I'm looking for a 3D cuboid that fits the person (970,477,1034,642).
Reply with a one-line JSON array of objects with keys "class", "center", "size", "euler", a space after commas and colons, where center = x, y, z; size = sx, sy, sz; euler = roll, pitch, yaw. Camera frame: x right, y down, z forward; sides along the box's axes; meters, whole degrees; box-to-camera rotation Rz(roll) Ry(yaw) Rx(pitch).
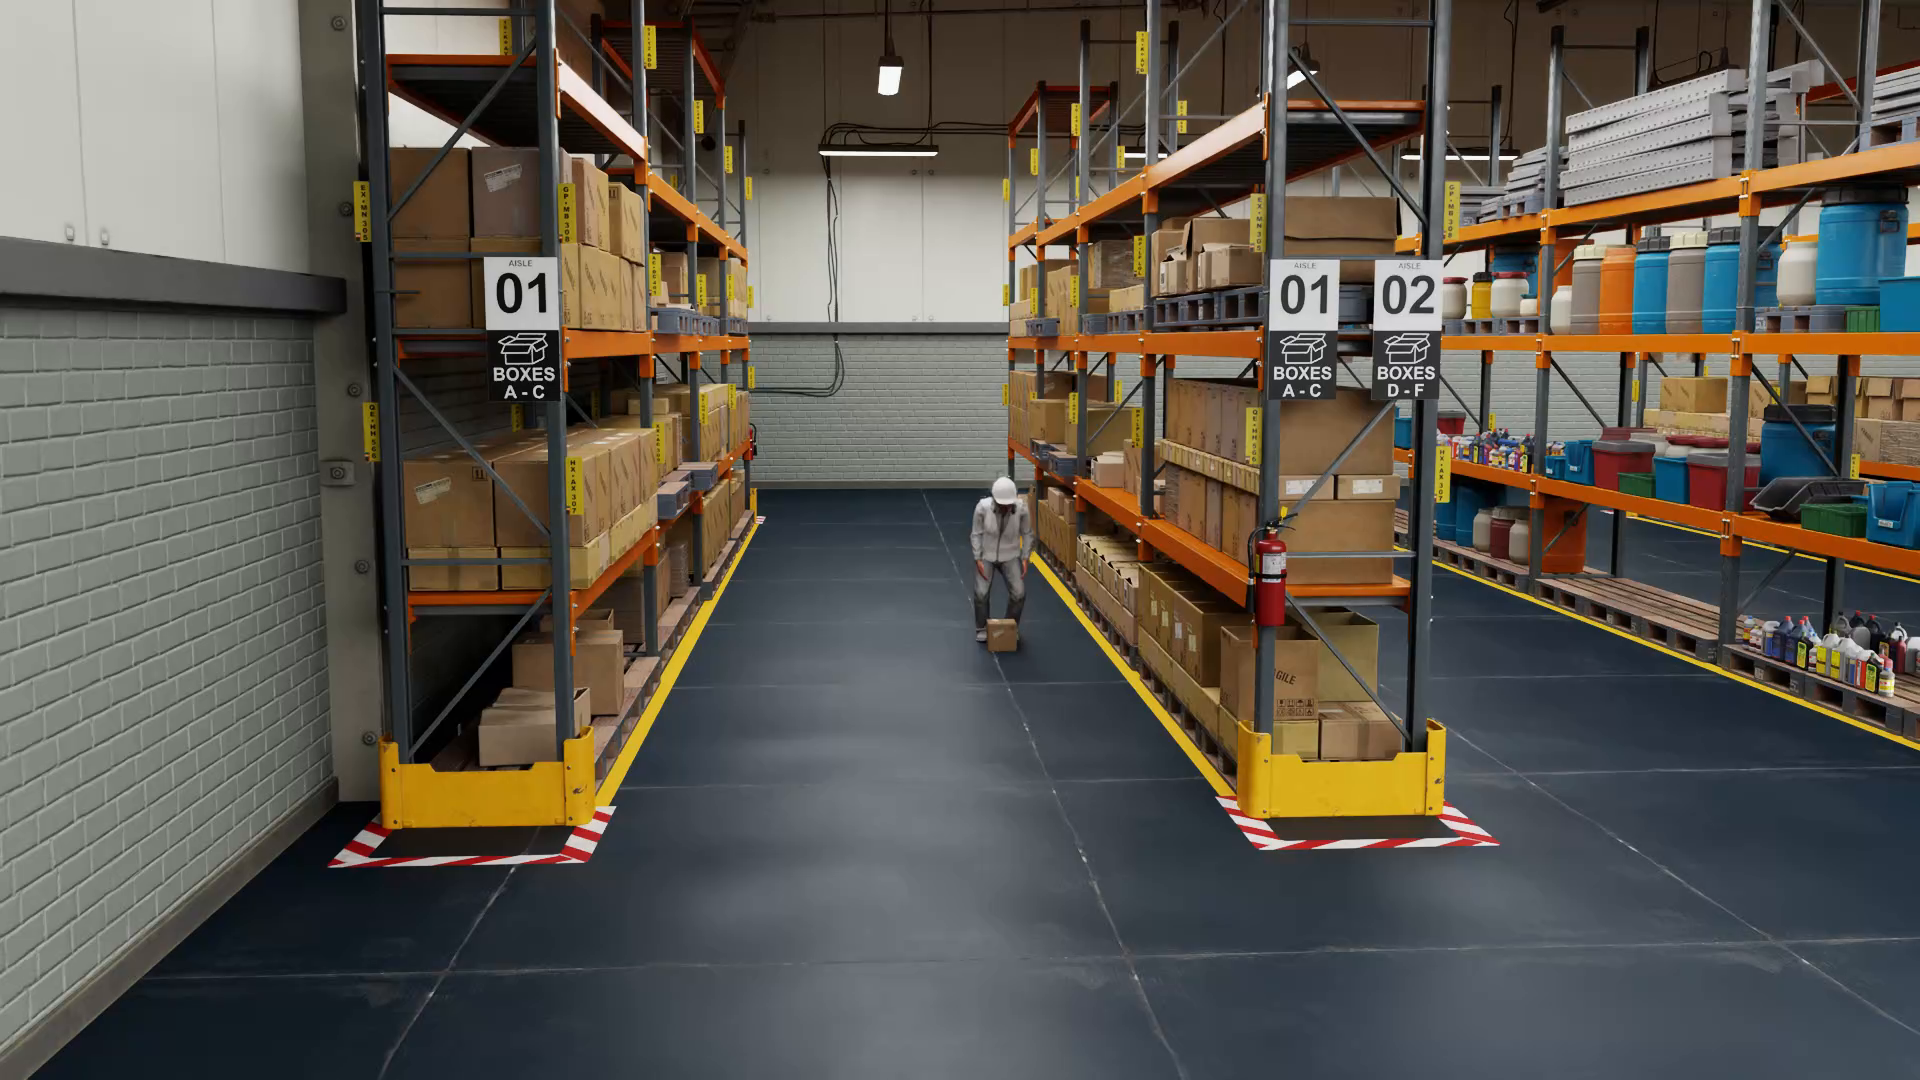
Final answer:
[{"class": "person", "center": [0.383, 0.169, 15.255], "size": [0.589, 1.534, 0.693], "euler": [0, 7, -3]}]
